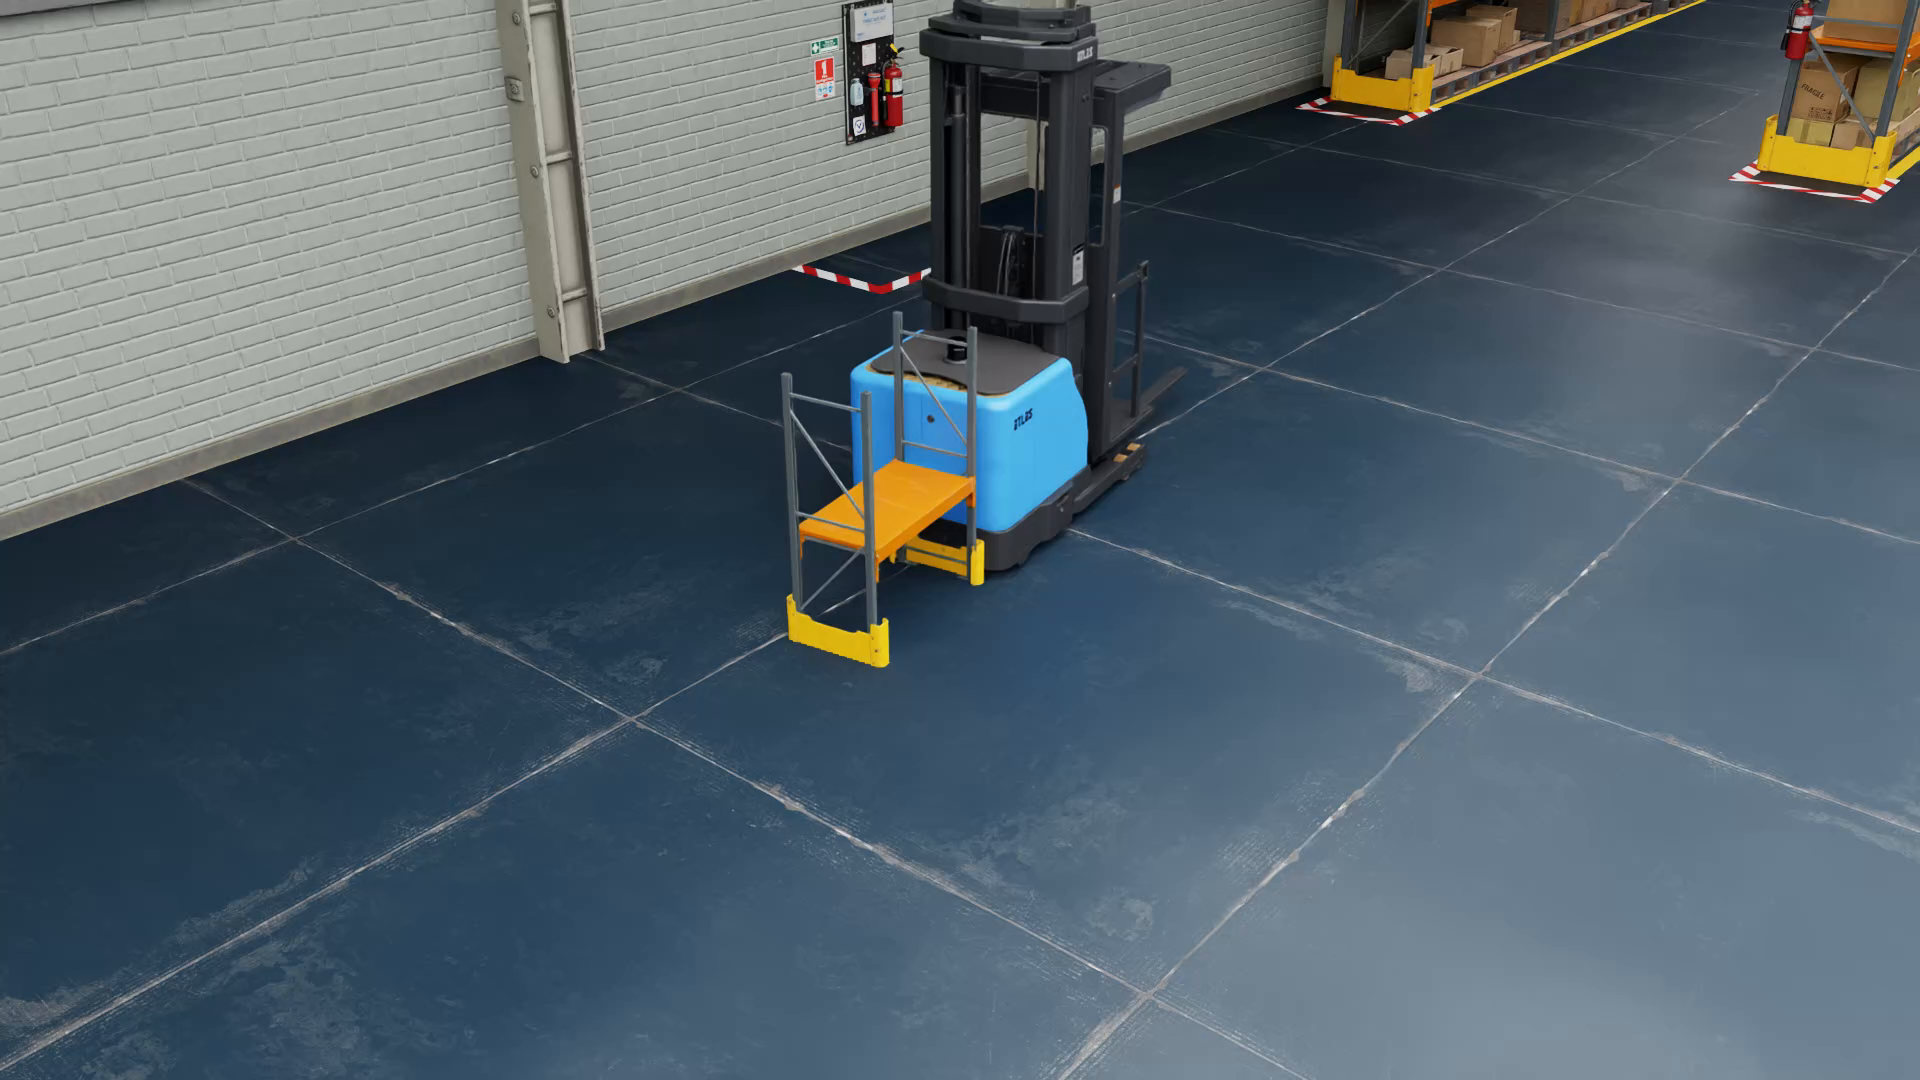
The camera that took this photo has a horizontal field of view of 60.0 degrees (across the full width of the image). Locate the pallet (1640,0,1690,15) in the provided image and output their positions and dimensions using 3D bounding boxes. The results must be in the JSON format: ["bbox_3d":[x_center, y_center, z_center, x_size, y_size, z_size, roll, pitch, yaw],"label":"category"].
[{"bbox_3d":[10.588,-8.358,25.677,1.003,0.211,1.213,21,34,34],"label":"pallet"}]

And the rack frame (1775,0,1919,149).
[{"bbox_3d":[8.765,-5.056,16.259,1.000,3.000,0.127,21,34,34],"label":"rack frame"}]

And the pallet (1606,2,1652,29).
[{"bbox_3d":[9.530,-7.824,24.644,1.003,0.211,1.213,21,34,34],"label":"pallet"}]

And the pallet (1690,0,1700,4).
[{"bbox_3d":[11.364,-8.789,26.509,1.003,0.211,1.213,21,34,34],"label":"pallet"}]

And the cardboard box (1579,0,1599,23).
[{"bbox_3d":[8.585,-7.639,23.493,0.700,0.500,0.500,21,34,35],"label":"cardboard box"}]

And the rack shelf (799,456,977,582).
[{"bbox_3d":[-0.387,-0.126,8.752,0.538,0.185,1.000,15,31,26],"label":"rack shelf"}]

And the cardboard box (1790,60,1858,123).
[{"bbox_3d":[8.876,-4.632,17.158,0.500,0.500,0.500,21,34,34],"label":"cardboard box"}]

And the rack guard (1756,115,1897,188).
[{"bbox_3d":[8.750,-3.938,16.817,1.175,0.500,0.348,21,34,34],"label":"rack guard"}]

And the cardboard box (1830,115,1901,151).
[{"bbox_3d":[9.278,-4.147,17.036,0.500,0.250,0.500,21,34,34],"label":"cardboard box"}]

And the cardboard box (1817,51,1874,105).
[{"bbox_3d":[9.501,-4.991,17.852,0.500,0.500,0.500,21,34,34],"label":"cardboard box"}]

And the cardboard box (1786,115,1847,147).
[{"bbox_3d":[8.878,-4.298,17.329,0.500,0.250,0.500,21,34,34],"label":"cardboard box"}]

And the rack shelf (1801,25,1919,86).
[{"bbox_3d":[10.037,-5.446,17.795,1.077,0.370,4.000,21,34,34],"label":"rack shelf"}]

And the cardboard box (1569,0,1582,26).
[{"bbox_3d":[8.230,-7.470,23.166,0.700,0.500,0.500,20,33,33],"label":"cardboard box"}]

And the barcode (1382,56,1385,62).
[{"bbox_3d":[5.152,-5.850,20.232,0.001,0.075,0.075,21,34,34],"label":"barcode"}]

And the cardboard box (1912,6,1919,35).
[{"bbox_3d":[9.402,-5.450,16.912,0.700,0.500,0.500,22,34,36],"label":"cardboard box"}]

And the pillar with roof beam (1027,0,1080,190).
[{"bbox_3d":[4.223,-6.283,12.101,9.100,9.000,0.400,21,34,34],"label":"pillar with roof beam"}]

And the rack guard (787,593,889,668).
[{"bbox_3d":[-0.631,0.464,8.581,0.587,0.250,0.087,15,31,26],"label":"rack guard"}]

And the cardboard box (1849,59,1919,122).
[{"bbox_3d":[9.594,-4.658,17.208,0.500,0.500,0.500,21,34,34],"label":"cardboard box"}]

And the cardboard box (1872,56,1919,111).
[{"bbox_3d":[9.902,-4.839,17.558,0.500,0.500,0.500,21,34,34],"label":"cardboard box"}]

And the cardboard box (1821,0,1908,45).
[{"bbox_3d":[9.072,-5.262,16.549,0.700,0.500,0.500,21,34,34],"label":"cardboard box"}]

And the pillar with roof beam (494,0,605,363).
[{"bbox_3d":[0.407,-4.155,7.989,9.100,9.000,0.400,21,34,34],"label":"pillar with roof beam"}]

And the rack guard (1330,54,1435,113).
[{"bbox_3d":[4.988,-5.419,19.682,1.175,0.500,0.348,21,34,34],"label":"rack guard"}]

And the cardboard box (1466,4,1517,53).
[{"bbox_3d":[6.855,-6.626,21.536,0.500,0.500,0.500,18,32,31],"label":"cardboard box"}]

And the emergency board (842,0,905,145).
[{"bbox_3d":[-0.700,-4.011,14.240,0.194,1.169,0.643,21,34,34],"label":"emergency board"}]

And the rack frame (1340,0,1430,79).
[{"bbox_3d":[4.940,-6.503,19.055,1.000,3.000,0.127,21,34,34],"label":"rack frame"}]

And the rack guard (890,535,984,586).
[{"bbox_3d":[-0.134,0.068,9.347,0.587,0.250,0.087,15,31,26],"label":"rack guard"}]

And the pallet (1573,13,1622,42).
[{"bbox_3d":[8.754,-7.393,23.812,1.003,0.211,1.213,21,34,34],"label":"pallet"}]

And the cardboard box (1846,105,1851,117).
[{"bbox_3d":[9.187,-4.479,17.679,0.500,0.250,0.500,21,34,34],"label":"cardboard box"}]

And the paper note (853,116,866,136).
[{"bbox_3d":[-0.866,-3.578,14.360,0.016,0.148,0.142,21,34,34],"label":"paper note"}]

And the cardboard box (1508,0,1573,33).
[{"bbox_3d":[7.940,-7.272,22.784,0.700,0.500,0.500,22,35,36],"label":"cardboard box"}]

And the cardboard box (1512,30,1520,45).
[{"bbox_3d":[7.167,-6.659,21.963,0.380,0.166,0.250,16,31,28],"label":"cardboard box"}]

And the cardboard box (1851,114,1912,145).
[{"bbox_3d":[9.593,-4.325,17.381,0.500,0.250,0.500,21,34,34],"label":"cardboard box"}]

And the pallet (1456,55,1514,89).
[{"bbox_3d":[6.309,-5.999,21.117,1.003,0.211,1.213,21,34,34],"label":"pallet"}]

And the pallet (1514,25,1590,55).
[{"bbox_3d":[7.978,-6.959,22.972,1.003,0.211,1.213,21,34,34],"label":"pallet"}]

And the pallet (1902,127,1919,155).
[{"bbox_3d":[9.995,-4.532,18.280,1.003,0.211,1.213,21,34,34],"label":"pallet"}]

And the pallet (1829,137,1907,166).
[{"bbox_3d":[9.219,-4.101,17.448,1.003,0.211,1.213,21,34,34],"label":"pallet"}]

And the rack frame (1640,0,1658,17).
[{"bbox_3d":[10.029,-9.339,24.538,1.000,3.000,0.127,21,34,34],"label":"rack frame"}]

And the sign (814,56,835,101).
[{"bbox_3d":[-1.131,-3.861,13.911,0.001,0.329,0.234,21,34,34],"label":"sign"}]

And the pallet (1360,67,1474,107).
[{"bbox_3d":[5.532,-5.569,20.285,1.003,0.211,1.213,21,34,34],"label":"pallet"}]

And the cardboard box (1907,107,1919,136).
[{"bbox_3d":[9.911,-4.502,17.724,0.500,0.250,0.500,21,34,34],"label":"cardboard box"}]

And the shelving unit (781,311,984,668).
[{"bbox_3d":[-0.383,-0.289,8.677,0.587,1.500,1.083,15,31,26],"label":"shelving unit"}]

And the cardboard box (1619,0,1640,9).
[{"bbox_3d":[9.611,-8.154,24.489,0.700,0.500,0.500,21,34,35],"label":"cardboard box"}]

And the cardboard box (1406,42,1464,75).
[{"bbox_3d":[5.812,-5.925,20.386,0.500,0.311,0.500,24,36,38],"label":"cardboard box"}]

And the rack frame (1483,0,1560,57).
[{"bbox_3d":[7.484,-7.921,21.797,1.000,3.000,0.127,21,34,34],"label":"rack frame"}]

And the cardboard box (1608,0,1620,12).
[{"bbox_3d":[9.193,-8.005,24.201,0.700,0.500,0.500,21,34,34],"label":"cardboard box"}]

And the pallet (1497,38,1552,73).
[{"bbox_3d":[7.084,-6.434,21.957,1.003,0.211,1.213,21,34,34],"label":"pallet"}]

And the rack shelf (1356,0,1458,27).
[{"bbox_3d":[6.212,-6.892,20.591,1.077,0.370,4.000,21,34,34],"label":"rack shelf"}]

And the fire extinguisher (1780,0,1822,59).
[{"bbox_3d":[8.331,-5.116,16.459,0.296,0.674,0.183,21,34,34],"label":"fire extinguisher"}]

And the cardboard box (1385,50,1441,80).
[{"bbox_3d":[5.450,-5.723,19.995,0.500,0.311,0.500,17,32,29],"label":"cardboard box"}]

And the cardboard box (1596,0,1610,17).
[{"bbox_3d":[8.899,-7.821,23.845,0.700,0.500,0.500,21,34,34],"label":"cardboard box"}]

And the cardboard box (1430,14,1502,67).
[{"bbox_3d":[6.317,-6.254,20.817,0.700,0.500,0.500,18,33,31],"label":"cardboard box"}]

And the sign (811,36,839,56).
[{"bbox_3d":[-1.121,-4.096,13.787,0.001,0.109,0.331,21,34,34],"label":"sign"}]

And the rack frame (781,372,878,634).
[{"bbox_3d":[-0.641,-0.083,8.279,0.500,1.500,0.032,15,31,26],"label":"rack frame"}]

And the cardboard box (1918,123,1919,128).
[{"bbox_3d":[10.233,-4.678,18.064,0.500,0.250,0.500,21,34,34],"label":"cardboard box"}]

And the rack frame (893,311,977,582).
[{"bbox_3d":[-0.134,-0.488,9.061,0.500,1.500,0.032,15,31,26],"label":"rack frame"}]

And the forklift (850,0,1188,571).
[{"bbox_3d":[0.542,-1.771,9.983,1.130,2.935,3.031,15,31,26],"label":"forklift"}]

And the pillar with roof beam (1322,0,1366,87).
[{"bbox_3d":[8.040,-8.410,16.213,9.100,9.000,0.400,21,34,34],"label":"pillar with roof beam"}]
